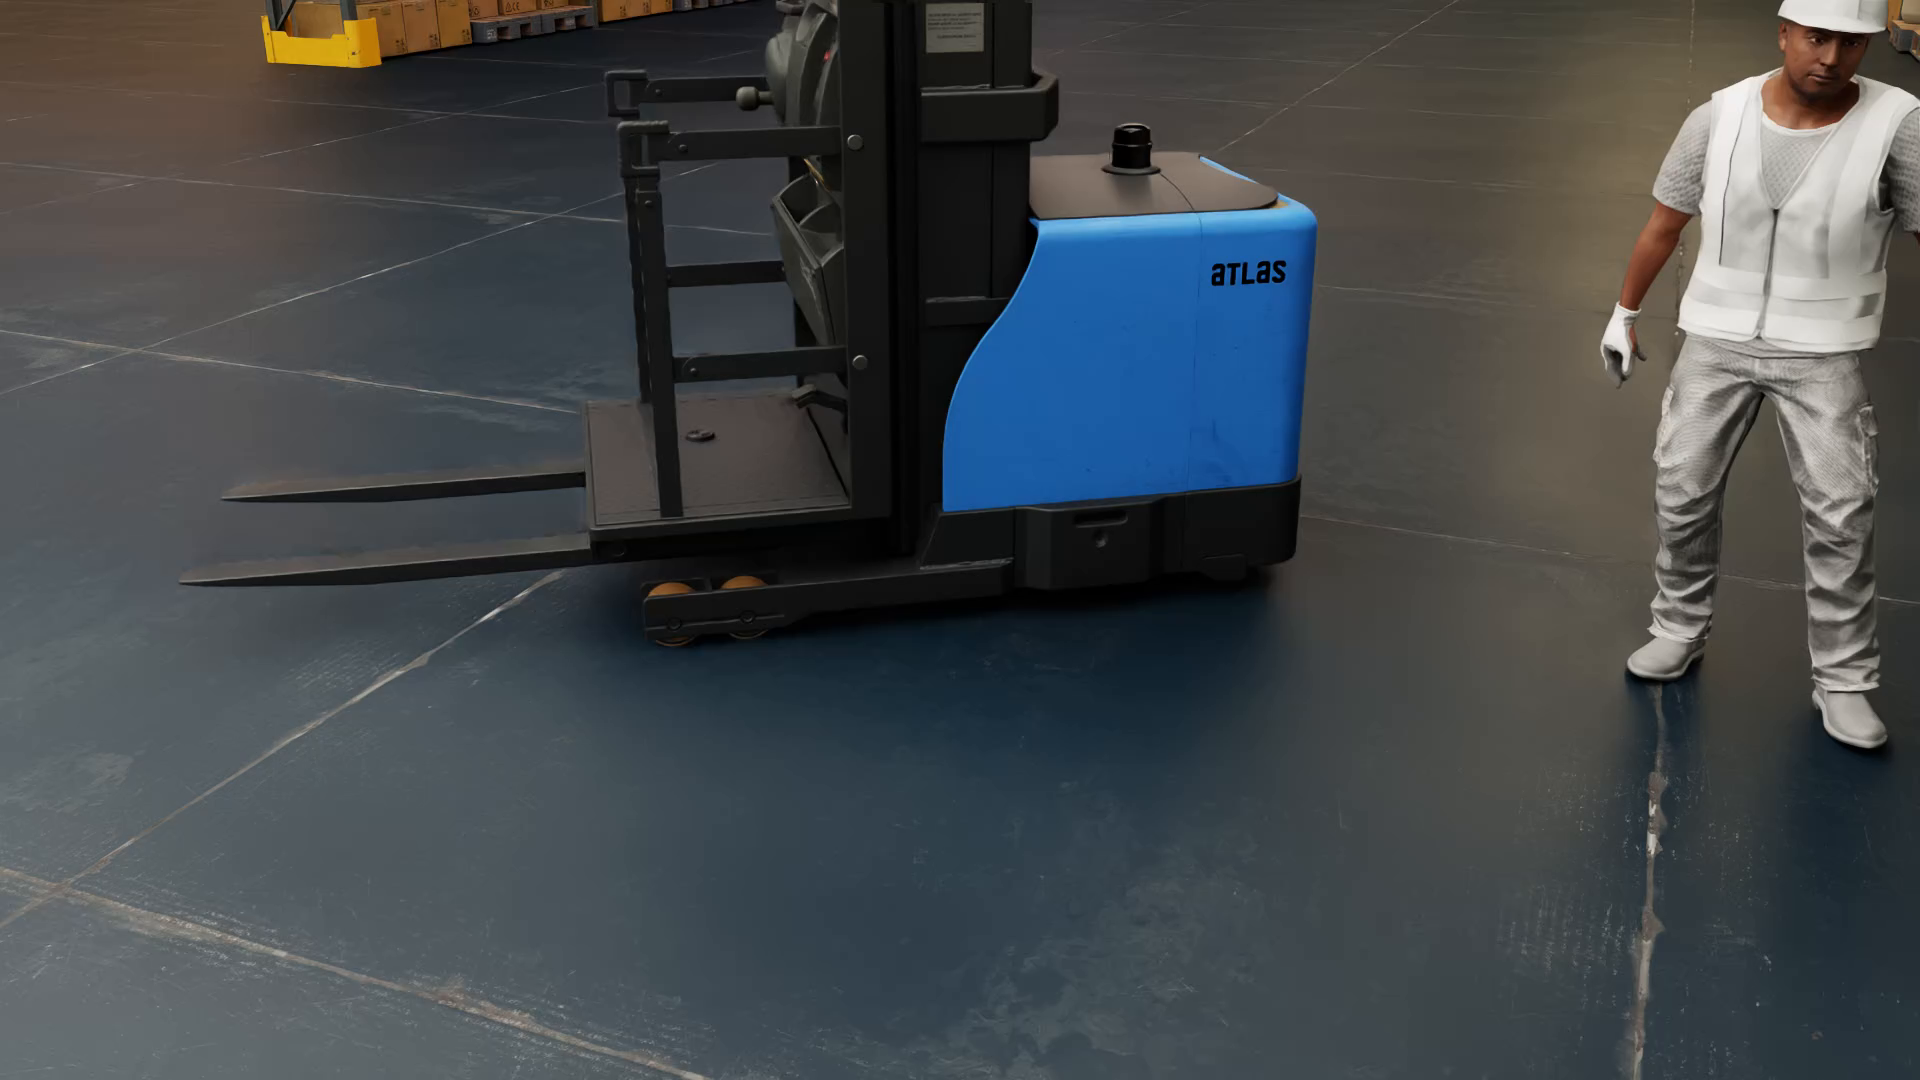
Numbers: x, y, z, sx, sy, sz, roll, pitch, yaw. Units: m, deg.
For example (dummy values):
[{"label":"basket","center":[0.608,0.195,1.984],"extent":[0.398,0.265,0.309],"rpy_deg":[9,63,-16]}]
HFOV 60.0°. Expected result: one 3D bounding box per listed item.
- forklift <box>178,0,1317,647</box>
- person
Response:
[{"label":"forklift","center":[-0.600,-1.293,4.385],"extent":[3.031,2.935,1.130],"rpy_deg":[-5,23,-12]},{"label":"person","center":[1.906,-0.444,3.886],"extent":[0.833,1.752,0.426],"rpy_deg":[16,27,33]}]
